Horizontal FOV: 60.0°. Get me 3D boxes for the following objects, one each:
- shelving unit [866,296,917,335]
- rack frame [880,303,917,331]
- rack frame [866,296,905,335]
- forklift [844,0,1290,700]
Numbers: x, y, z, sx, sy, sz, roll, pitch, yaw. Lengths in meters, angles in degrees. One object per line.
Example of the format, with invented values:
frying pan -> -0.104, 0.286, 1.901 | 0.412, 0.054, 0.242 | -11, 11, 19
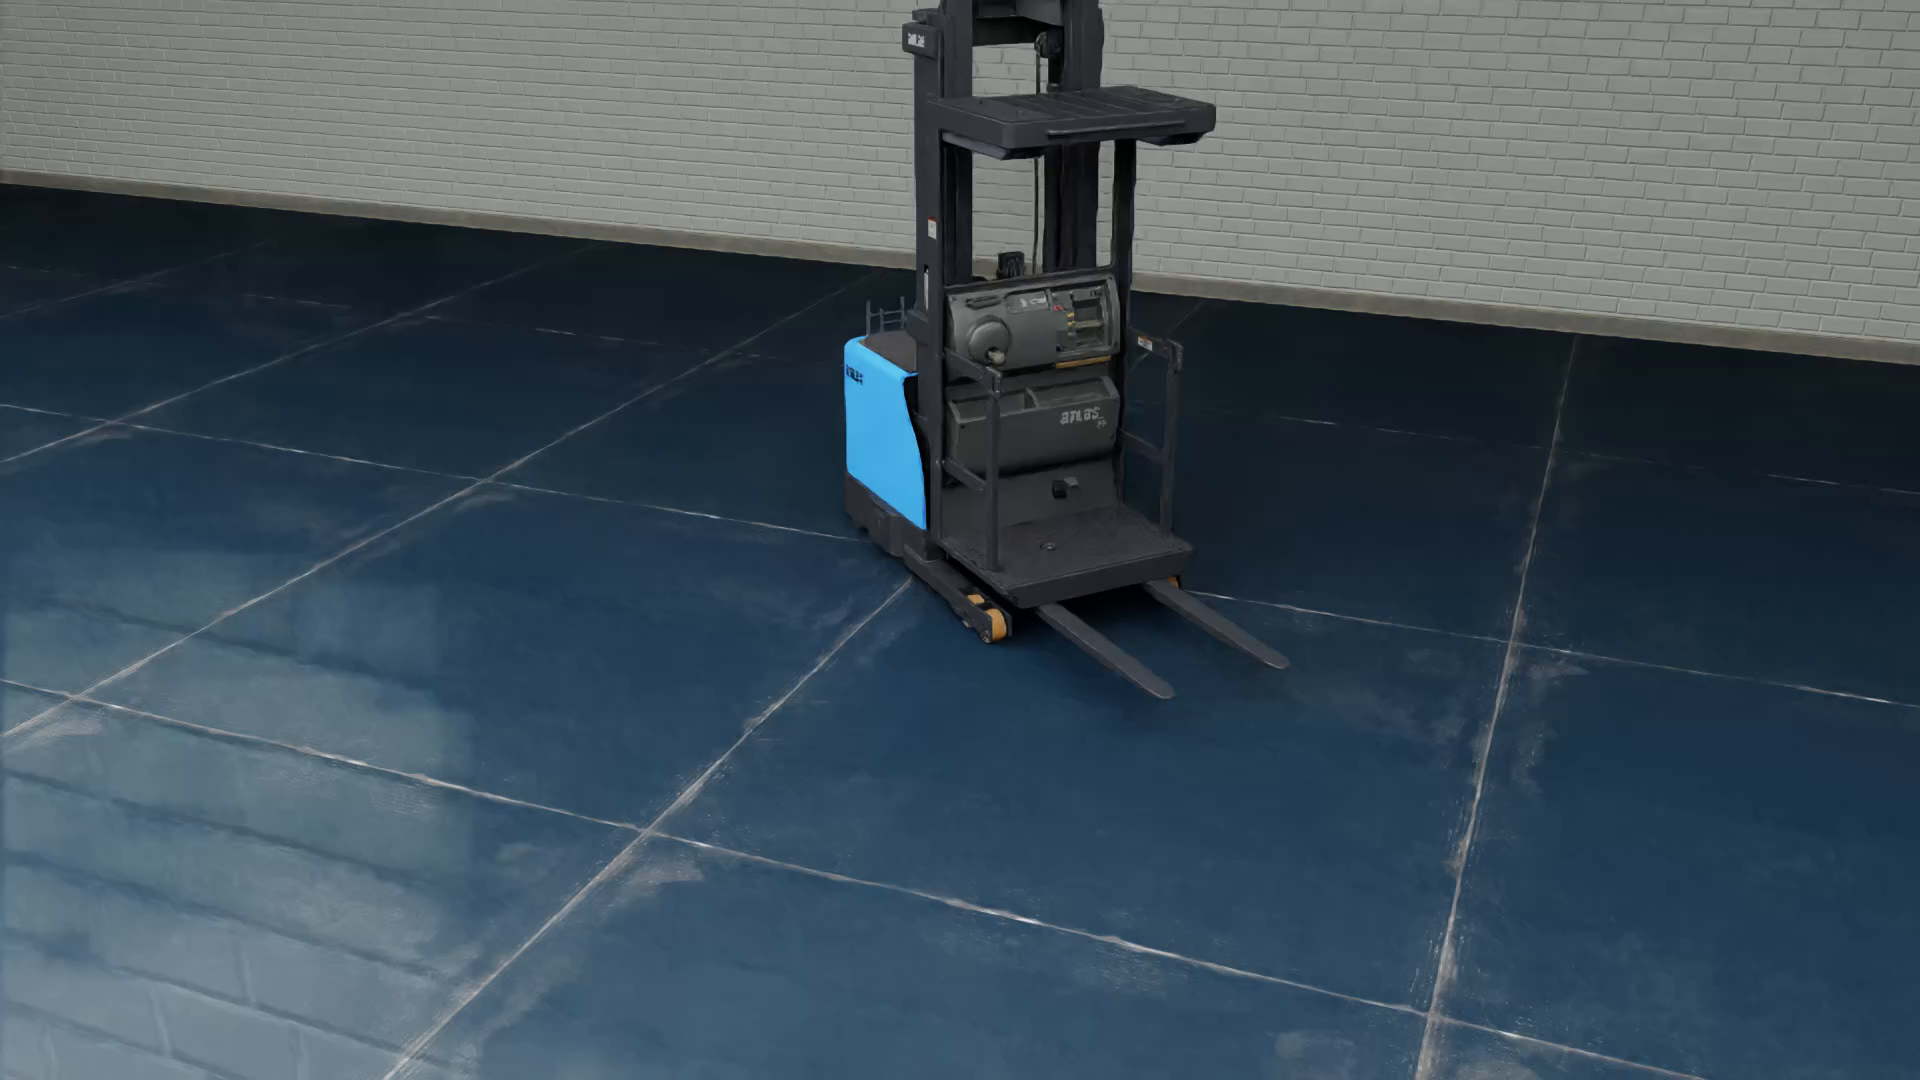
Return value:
shelving unit -> -0.380, -0.782, 9.566 | 0.258, 1.200, 0.189 | -11, 25, -25
rack frame -> -0.338, -0.751, 9.491 | 0.240, 1.200, 0.006 | -11, 25, -25
rack frame -> -0.422, -0.814, 9.641 | 0.240, 1.200, 0.006 | -11, 25, -25
forklift -> 0.471, -1.050, 7.961 | 1.130, 2.935, 3.031 | -11, 25, -25
